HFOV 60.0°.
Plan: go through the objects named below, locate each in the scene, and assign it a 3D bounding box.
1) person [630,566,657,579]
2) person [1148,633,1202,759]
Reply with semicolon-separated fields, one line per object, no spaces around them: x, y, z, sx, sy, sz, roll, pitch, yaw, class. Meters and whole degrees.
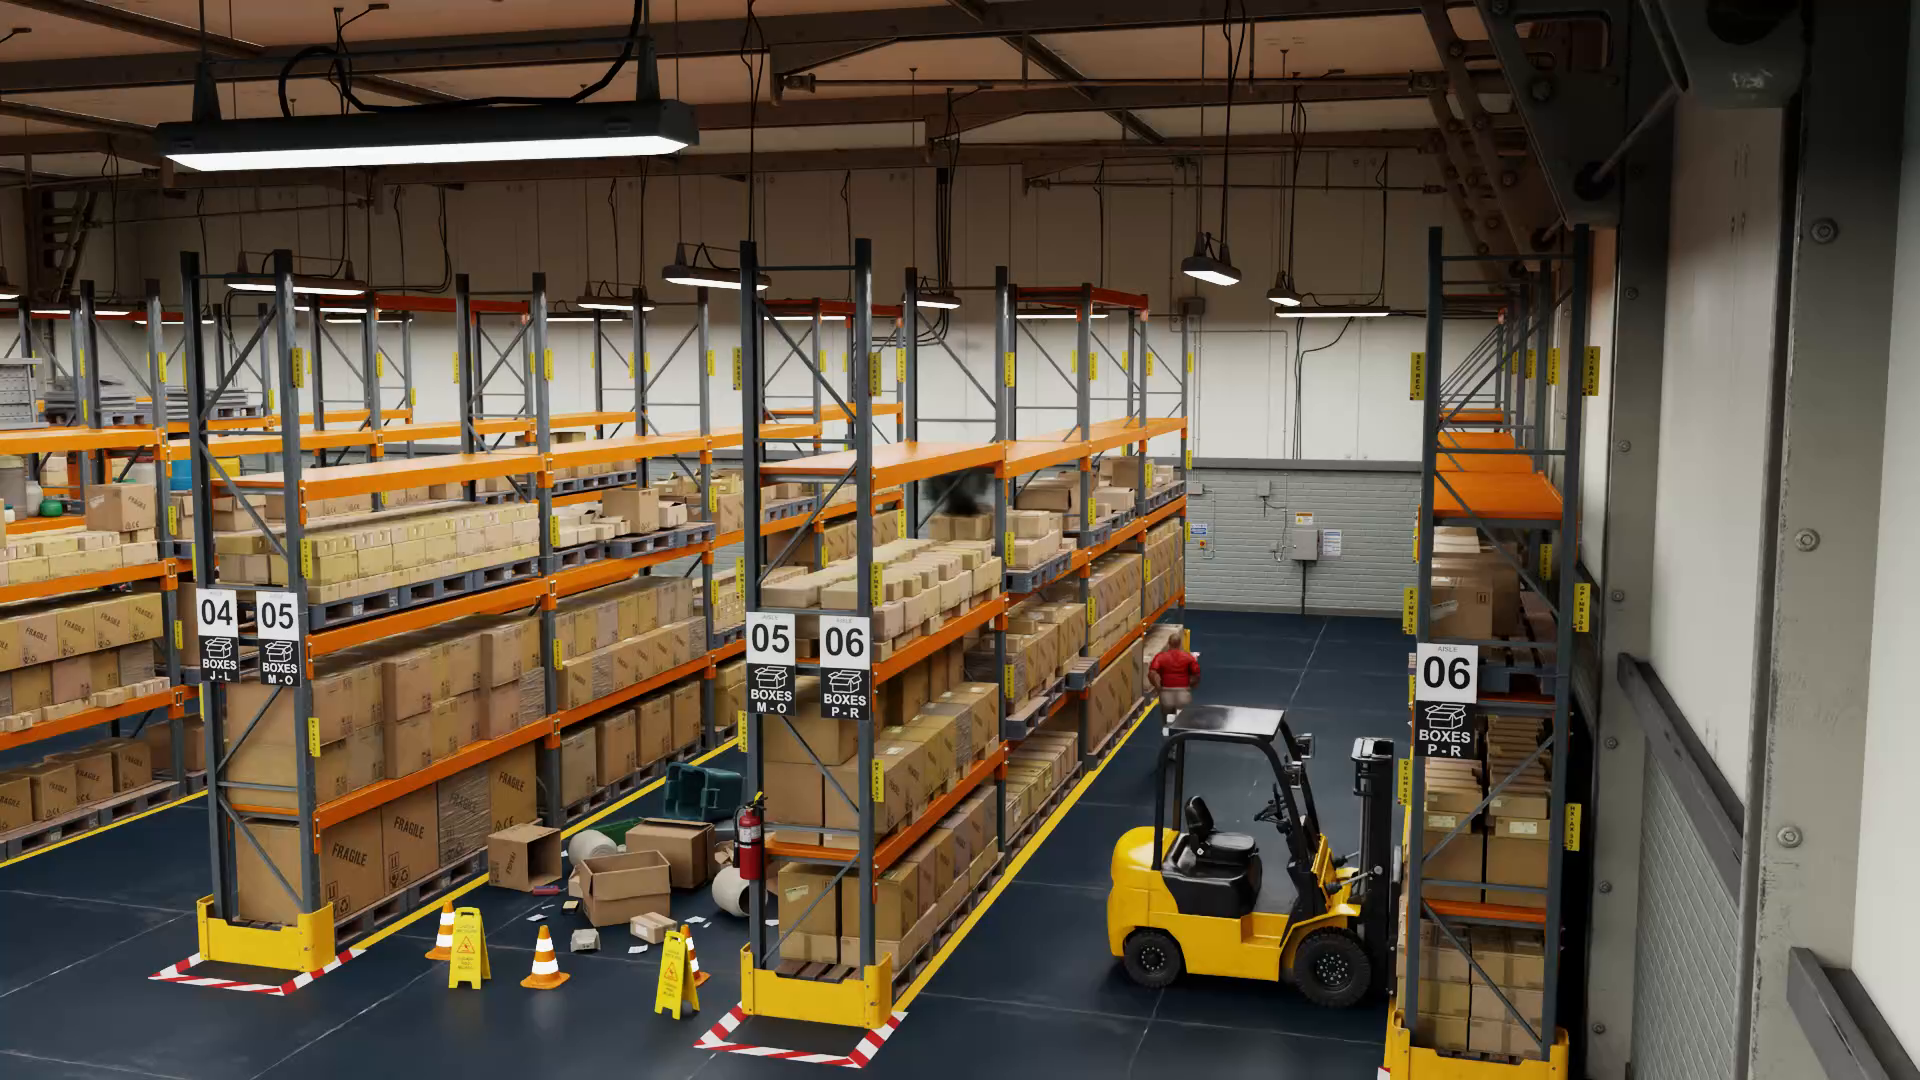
-5.252;1.190;27.661;0.697;1.788;0.823;0;6;4;person
2.703;2.022;20.862;0.642;1.723;1.023;2;7;16;person
